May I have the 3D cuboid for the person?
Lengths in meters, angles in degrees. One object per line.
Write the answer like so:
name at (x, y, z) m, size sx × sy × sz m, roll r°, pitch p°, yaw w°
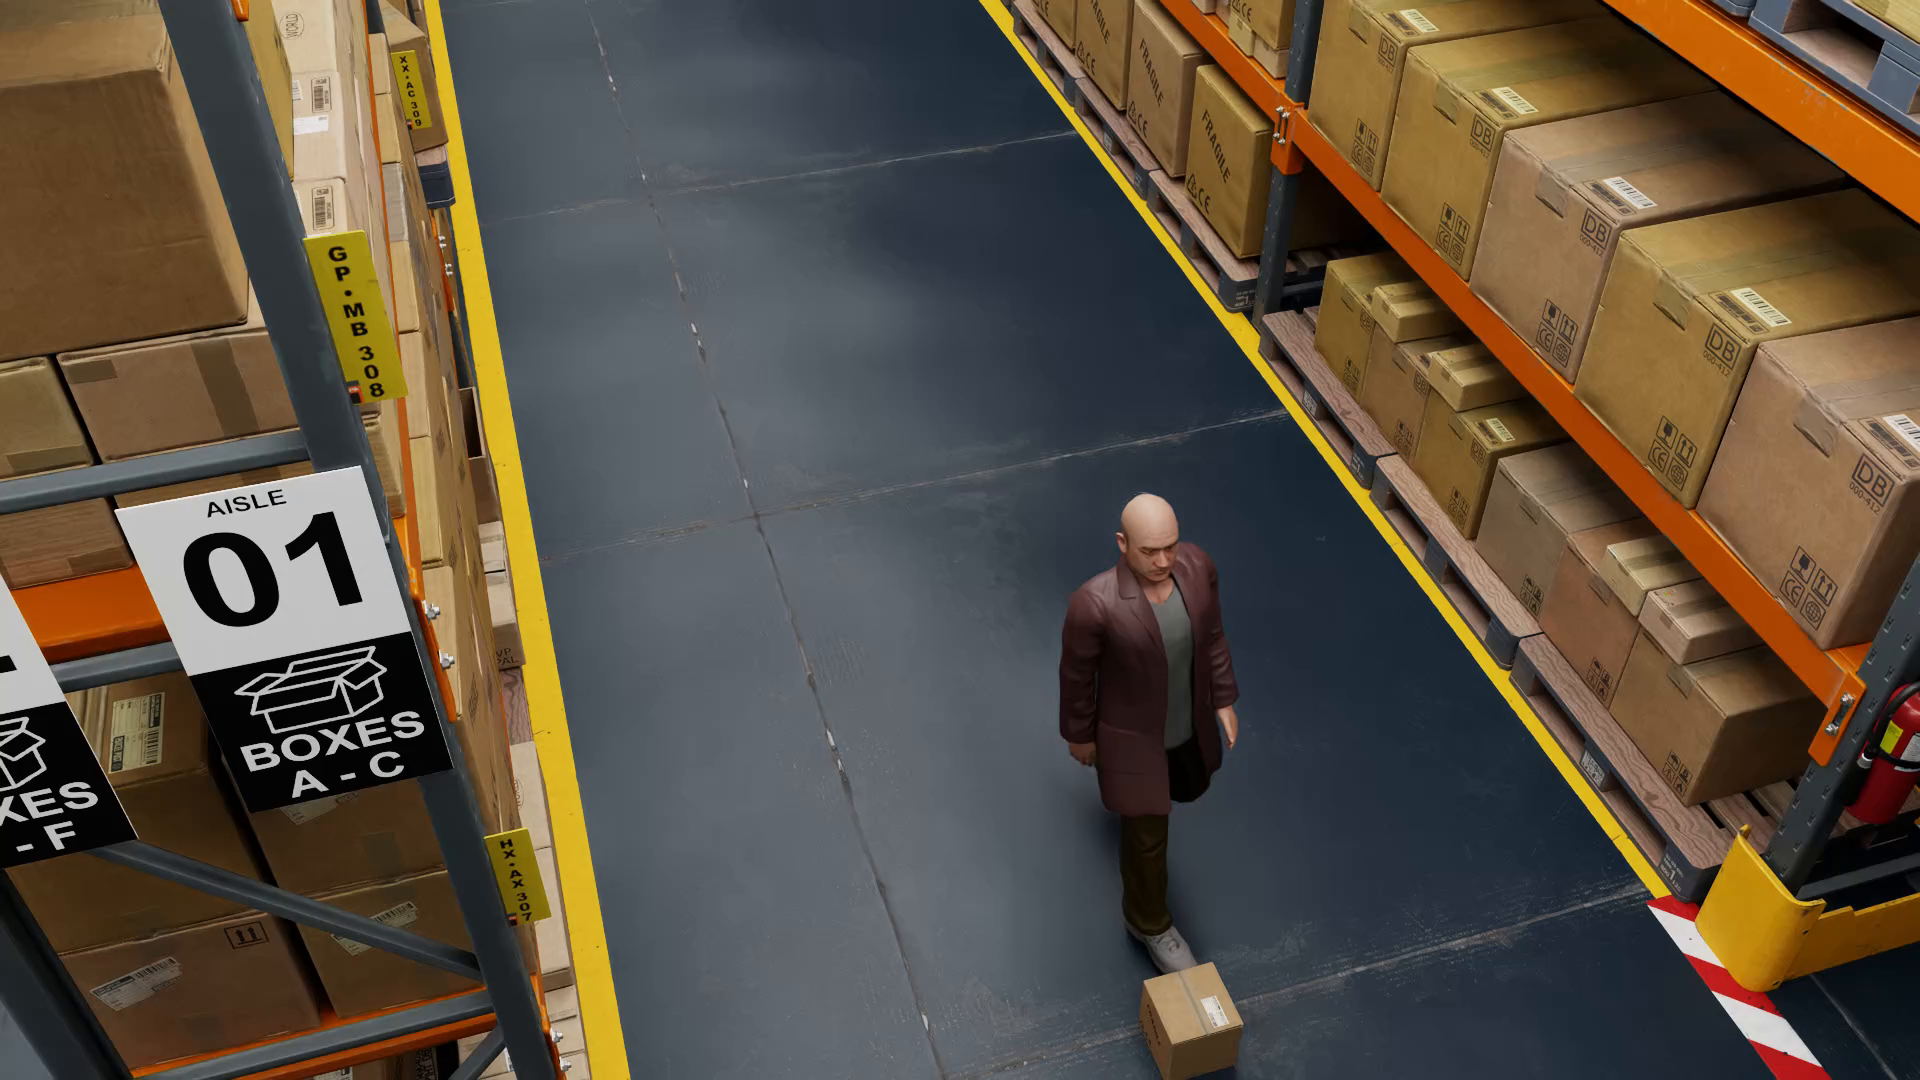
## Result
person at (0.644, 0.597, 5.488) m, size 0.581 × 1.750 × 0.918 m, roll -23°, pitch 47°, yaw -24°
